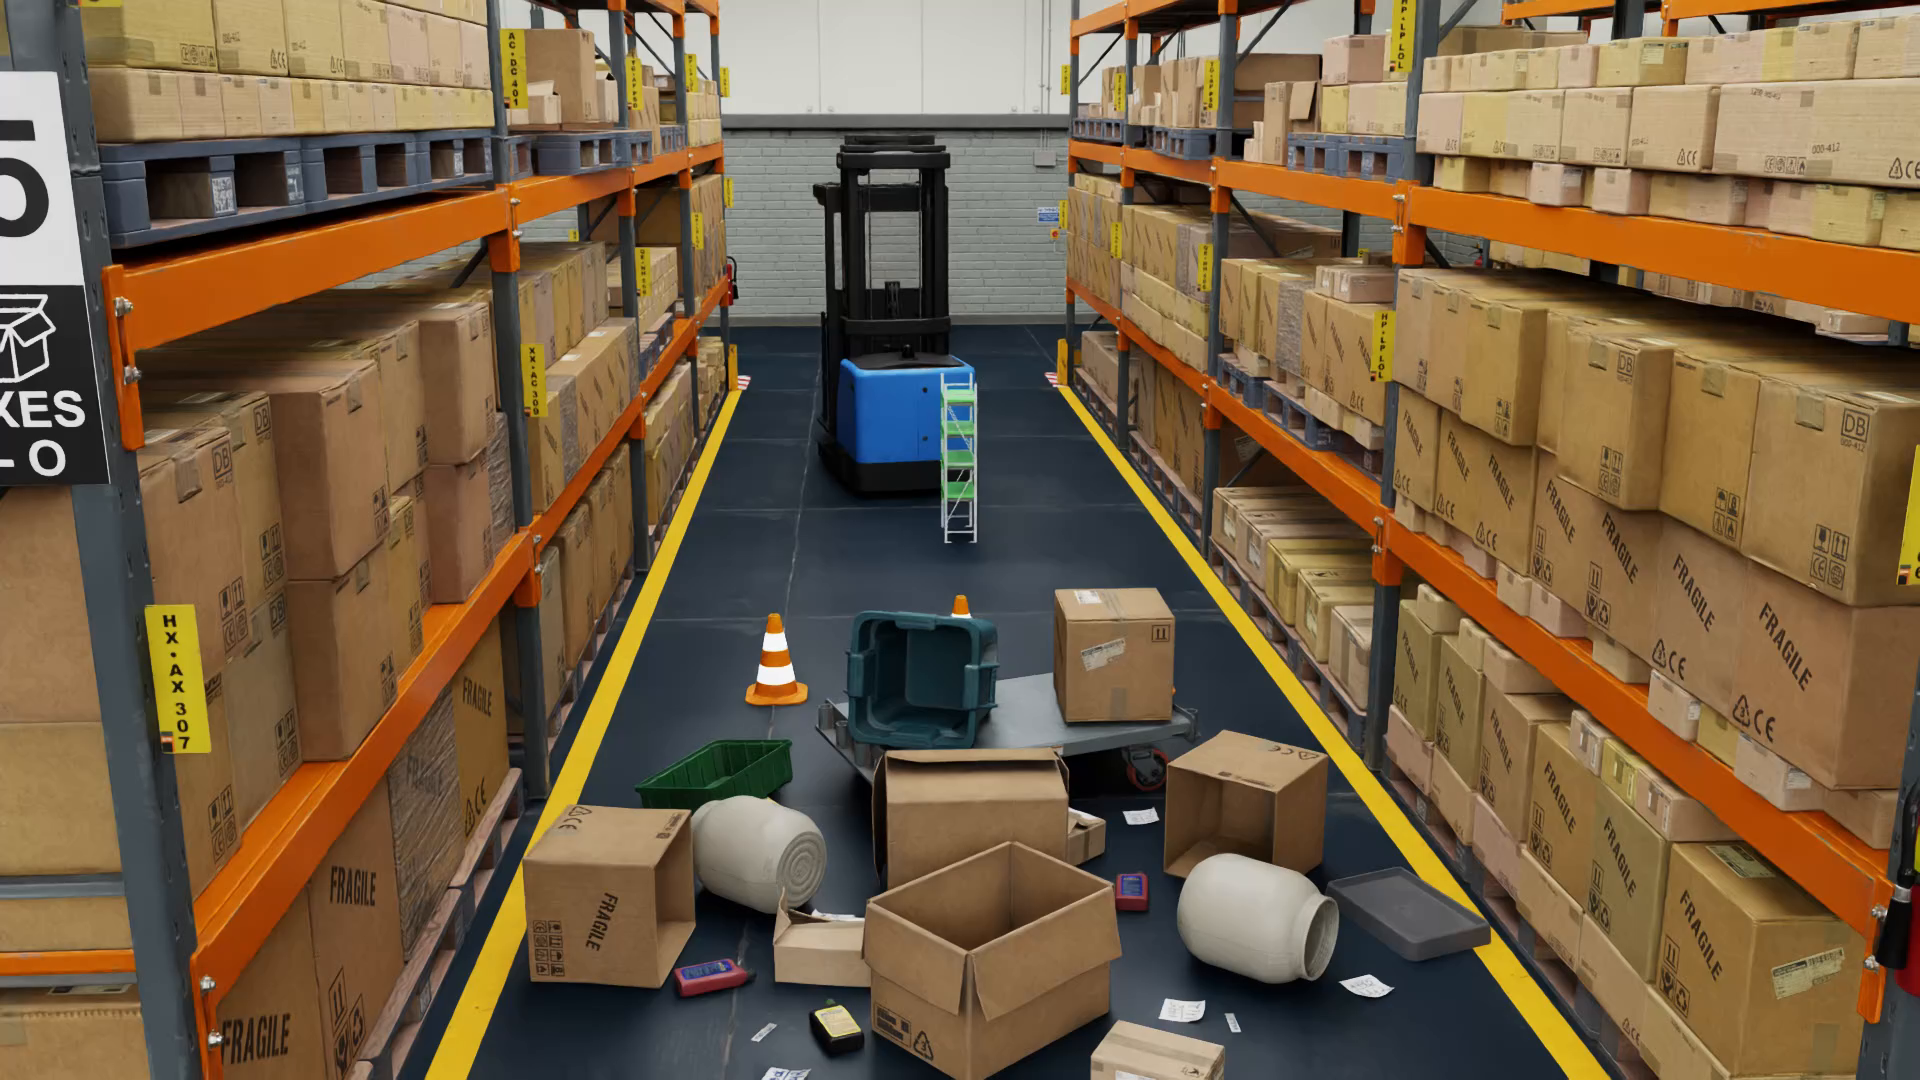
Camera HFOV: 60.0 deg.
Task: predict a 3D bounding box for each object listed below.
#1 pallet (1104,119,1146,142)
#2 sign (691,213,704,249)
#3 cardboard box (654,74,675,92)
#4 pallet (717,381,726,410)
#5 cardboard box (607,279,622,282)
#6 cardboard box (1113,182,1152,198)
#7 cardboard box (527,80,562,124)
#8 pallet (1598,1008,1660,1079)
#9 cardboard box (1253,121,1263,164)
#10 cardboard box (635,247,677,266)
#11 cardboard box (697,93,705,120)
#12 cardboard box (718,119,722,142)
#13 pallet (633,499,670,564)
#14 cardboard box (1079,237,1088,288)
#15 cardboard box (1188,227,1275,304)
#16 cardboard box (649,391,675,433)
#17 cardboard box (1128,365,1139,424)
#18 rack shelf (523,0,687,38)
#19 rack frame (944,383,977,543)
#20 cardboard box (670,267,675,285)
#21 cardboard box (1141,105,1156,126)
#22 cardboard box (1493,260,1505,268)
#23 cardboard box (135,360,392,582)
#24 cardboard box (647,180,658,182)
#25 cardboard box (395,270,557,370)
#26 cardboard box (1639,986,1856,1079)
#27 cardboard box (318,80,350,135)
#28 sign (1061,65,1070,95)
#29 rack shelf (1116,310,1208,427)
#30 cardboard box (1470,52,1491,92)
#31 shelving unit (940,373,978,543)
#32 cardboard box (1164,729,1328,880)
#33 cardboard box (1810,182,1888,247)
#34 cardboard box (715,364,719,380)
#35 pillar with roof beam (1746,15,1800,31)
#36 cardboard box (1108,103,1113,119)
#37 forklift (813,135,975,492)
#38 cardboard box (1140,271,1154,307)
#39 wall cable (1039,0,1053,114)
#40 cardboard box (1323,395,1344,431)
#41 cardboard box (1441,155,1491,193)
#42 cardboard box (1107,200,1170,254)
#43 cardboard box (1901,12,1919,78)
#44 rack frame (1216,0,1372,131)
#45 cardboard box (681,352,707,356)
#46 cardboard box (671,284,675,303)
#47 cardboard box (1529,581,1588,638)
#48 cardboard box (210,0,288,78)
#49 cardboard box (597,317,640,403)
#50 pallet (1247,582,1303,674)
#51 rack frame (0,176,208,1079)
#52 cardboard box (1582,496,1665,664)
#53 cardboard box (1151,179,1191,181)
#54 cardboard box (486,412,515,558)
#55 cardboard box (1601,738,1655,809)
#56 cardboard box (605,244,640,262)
[{"bbox_3d":[1.963,-3.943,15.989,1.003,0.211,1.213,-1,14,-3],"label":"pallet"},{"bbox_3d":[-2.378,-2.798,15.058,0.100,0.325,0.005,-1,14,-3],"label":"sign"},{"bbox_3d":[-2.708,-4.119,14.994,0.380,0.149,0.250,-1,14,-4],"label":"cardboard box"},{"bbox_3d":[-3.160,-1.651,18.519,1.003,0.211,1.213,-1,14,-3],"label":"pallet"},{"bbox_3d":[-2.538,-1.788,11.922,0.380,0.149,0.250,-1,14,-5],"label":"cardboard box"},{"bbox_3d":[1.719,-3.440,16.368,0.380,0.149,0.250,-1,14,-4],"label":"cardboard box"},{"bbox_3d":[-2.340,-2.346,8.832,0.396,0.266,0.258,-1,14,-3],"label":"cardboard box"},{"bbox_3d":[2.726,1.784,5.169,1.003,0.211,1.213,-1,14,-3],"label":"pallet"},{"bbox_3d":[2.116,-2.578,10.775,0.396,0.266,0.258,-1,14,-3],"label":"cardboard box"},{"bbox_3d":[-2.712,-2.501,14.694,0.380,0.149,0.250,0,14,-1],"label":"cardboard box"},{"bbox_3d":[-2.765,-4.223,16.197,0.500,0.250,0.500,-1,14,-2],"label":"cardboard box"},{"bbox_3d":[-2.887,-4.494,18.253,0.500,0.250,0.500,-1,14,-5],"label":"cardboard box"},{"bbox_3d":[-2.731,-0.077,12.402,1.003,0.211,1.213,-1,14,-3],"label":"pallet"},{"bbox_3d":[1.571,-2.997,17.953,0.500,0.500,0.500,-1,14,-4],"label":"cardboard box"},{"bbox_3d":[1.957,-1.992,12.041,0.500,0.500,0.500,-1,14,-5],"label":"cardboard box"},{"bbox_3d":[-2.534,-1.014,13.115,0.500,0.250,0.500,-1,14,-3],"label":"cardboard box"},{"bbox_3d":[2.071,-1.450,16.440,0.875,0.438,0.875,-1,14,-4],"label":"cardboard box"},{"bbox_3d":[-2.808,-4.094,12.624,1.077,0.370,4.000,-1,14,-3],"label":"rack shelf"},{"bbox_3d":[0.005,-0.562,12.301,0.240,1.200,0.015,-1,14,-3],"label":"rack frame"},{"bbox_3d":[-2.692,-2.292,14.480,0.380,0.149,0.250,-1,14,-3],"label":"cardboard box"},{"bbox_3d":[1.732,-3.552,13.919,0.380,0.166,0.250,-2,15,-7],"label":"cardboard box"},{"bbox_3d":[6.455,-3.194,19.425,0.380,0.149,0.250,-1,14,-4],"label":"cardboard box"},{"bbox_3d":[-2.198,-0.209,4.850,0.875,0.550,0.550,-1,14,-3],"label":"cardboard box"},{"bbox_3d":[-3.334,-3.402,16.924,0.500,0.500,0.500,-1,14,-5],"label":"cardboard box"},{"bbox_3d":[-2.537,-1.148,8.761,0.700,0.500,0.500,-1,14,-3],"label":"cardboard box"},{"bbox_3d":[2.426,1.580,5.040,0.500,0.250,0.500,-1,14,-4],"label":"cardboard box"},{"bbox_3d":[-1.967,-1.230,4.730,0.380,0.149,0.250,-1,14,-4],"label":"cardboard box"},{"bbox_3d":[1.201,-5.231,18.907,0.100,0.325,0.005,-1,14,-3],"label":"sign"},{"bbox_3d":[2.127,-1.484,13.717,1.077,0.370,4.000,-1,14,-3],"label":"rack shelf"},{"bbox_3d":[2.245,-1.844,6.556,0.380,0.149,0.250,-1,14,-5],"label":"cardboard box"},{"bbox_3d":[-0.010,-0.622,12.537,0.258,1.200,0.503,-1,14,-3],"label":"shelving unit"},{"bbox_3d":[1.207,1.157,7.021,0.500,0.500,0.500,10,18,35],"label":"cardboard box"},{"bbox_3d":[2.397,-0.822,4.185,0.380,0.149,0.250,-1,14,-3],"label":"cardboard box"},{"bbox_3d":[-2.783,-1.805,17.803,0.380,0.149,0.250,-1,14,-3],"label":"cardboard box"},{"bbox_3d":[3.516,-5.433,15.583,9.100,9.000,0.400,-1,14,-3],"label":"pillar with roof beam"},{"bbox_3d":[1.627,-4.132,16.007,0.380,0.149,0.250,-1,14,-2],"label":"cardboard box"},{"bbox_3d":[-0.700,-2.140,14.962,1.130,2.935,3.031,-3,15,-13],"label":"forklift"},{"bbox_3d":[1.814,-2.130,14.083,0.500,0.250,0.500,-1,14,-3],"label":"cardboard box"},{"bbox_3d":[1.121,-7.640,24.160,0.463,3.000,0.029,-1,14,-3],"label":"wall cable"},{"bbox_3d":[2.141,-0.675,8.790,0.380,0.149,0.250,-1,14,-4],"label":"cardboard box"},{"bbox_3d":[2.231,-1.524,6.912,0.380,0.149,0.250,-1,14,-3],"label":"cardboard box"},{"bbox_3d":[1.698,-2.975,15.863,0.500,0.500,0.500,-1,14,-4],"label":"cardboard box"},{"bbox_3d":[2.431,-1.142,3.828,0.380,0.149,0.250,-1,14,-3],"label":"cardboard box"},{"bbox_3d":[2.251,-4.240,10.946,1.000,3.000,0.127,-1,14,-3],"label":"rack frame"},{"bbox_3d":[-2.862,-1.881,17.503,0.380,0.149,0.250,-1,14,-5],"label":"cardboard box"},{"bbox_3d":[-2.692,-2.149,14.521,0.380,0.149,0.250,-1,14,-3],"label":"cardboard box"},{"bbox_3d":[2.311,0.246,6.056,0.380,0.149,0.250,-1,14,-4],"label":"cardboard box"},{"bbox_3d":[-1.994,-1.270,4.082,0.500,0.250,0.500,-1,14,-4],"label":"cardboard box"},{"bbox_3d":[-2.388,-1.174,10.867,0.500,0.500,0.500,-1,14,-3],"label":"cardboard box"},{"bbox_3d":[2.370,0.513,10.109,1.003,0.211,1.213,-1,14,-3],"label":"pallet"},{"bbox_3d":[-2.188,0.757,3.566,1.000,3.000,0.127,-1,14,-3],"label":"rack frame"},{"bbox_3d":[2.384,0.083,5.388,0.500,0.500,0.500,-1,14,-4],"label":"cardboard box"},{"bbox_3d":[2.167,-3.638,17.136,0.380,0.149,0.250,-1,14,-3],"label":"cardboard box"},{"bbox_3d":[-2.401,-0.219,7.058,0.875,0.550,0.550,-1,14,-3],"label":"cardboard box"},{"bbox_3d":[2.334,0.758,5.430,0.380,0.149,0.250,-1,14,-3],"label":"cardboard box"},{"bbox_3d":[-3.243,-2.536,15.567,0.500,0.500,0.500,-1,14,-3],"label":"cardboard box"}]
